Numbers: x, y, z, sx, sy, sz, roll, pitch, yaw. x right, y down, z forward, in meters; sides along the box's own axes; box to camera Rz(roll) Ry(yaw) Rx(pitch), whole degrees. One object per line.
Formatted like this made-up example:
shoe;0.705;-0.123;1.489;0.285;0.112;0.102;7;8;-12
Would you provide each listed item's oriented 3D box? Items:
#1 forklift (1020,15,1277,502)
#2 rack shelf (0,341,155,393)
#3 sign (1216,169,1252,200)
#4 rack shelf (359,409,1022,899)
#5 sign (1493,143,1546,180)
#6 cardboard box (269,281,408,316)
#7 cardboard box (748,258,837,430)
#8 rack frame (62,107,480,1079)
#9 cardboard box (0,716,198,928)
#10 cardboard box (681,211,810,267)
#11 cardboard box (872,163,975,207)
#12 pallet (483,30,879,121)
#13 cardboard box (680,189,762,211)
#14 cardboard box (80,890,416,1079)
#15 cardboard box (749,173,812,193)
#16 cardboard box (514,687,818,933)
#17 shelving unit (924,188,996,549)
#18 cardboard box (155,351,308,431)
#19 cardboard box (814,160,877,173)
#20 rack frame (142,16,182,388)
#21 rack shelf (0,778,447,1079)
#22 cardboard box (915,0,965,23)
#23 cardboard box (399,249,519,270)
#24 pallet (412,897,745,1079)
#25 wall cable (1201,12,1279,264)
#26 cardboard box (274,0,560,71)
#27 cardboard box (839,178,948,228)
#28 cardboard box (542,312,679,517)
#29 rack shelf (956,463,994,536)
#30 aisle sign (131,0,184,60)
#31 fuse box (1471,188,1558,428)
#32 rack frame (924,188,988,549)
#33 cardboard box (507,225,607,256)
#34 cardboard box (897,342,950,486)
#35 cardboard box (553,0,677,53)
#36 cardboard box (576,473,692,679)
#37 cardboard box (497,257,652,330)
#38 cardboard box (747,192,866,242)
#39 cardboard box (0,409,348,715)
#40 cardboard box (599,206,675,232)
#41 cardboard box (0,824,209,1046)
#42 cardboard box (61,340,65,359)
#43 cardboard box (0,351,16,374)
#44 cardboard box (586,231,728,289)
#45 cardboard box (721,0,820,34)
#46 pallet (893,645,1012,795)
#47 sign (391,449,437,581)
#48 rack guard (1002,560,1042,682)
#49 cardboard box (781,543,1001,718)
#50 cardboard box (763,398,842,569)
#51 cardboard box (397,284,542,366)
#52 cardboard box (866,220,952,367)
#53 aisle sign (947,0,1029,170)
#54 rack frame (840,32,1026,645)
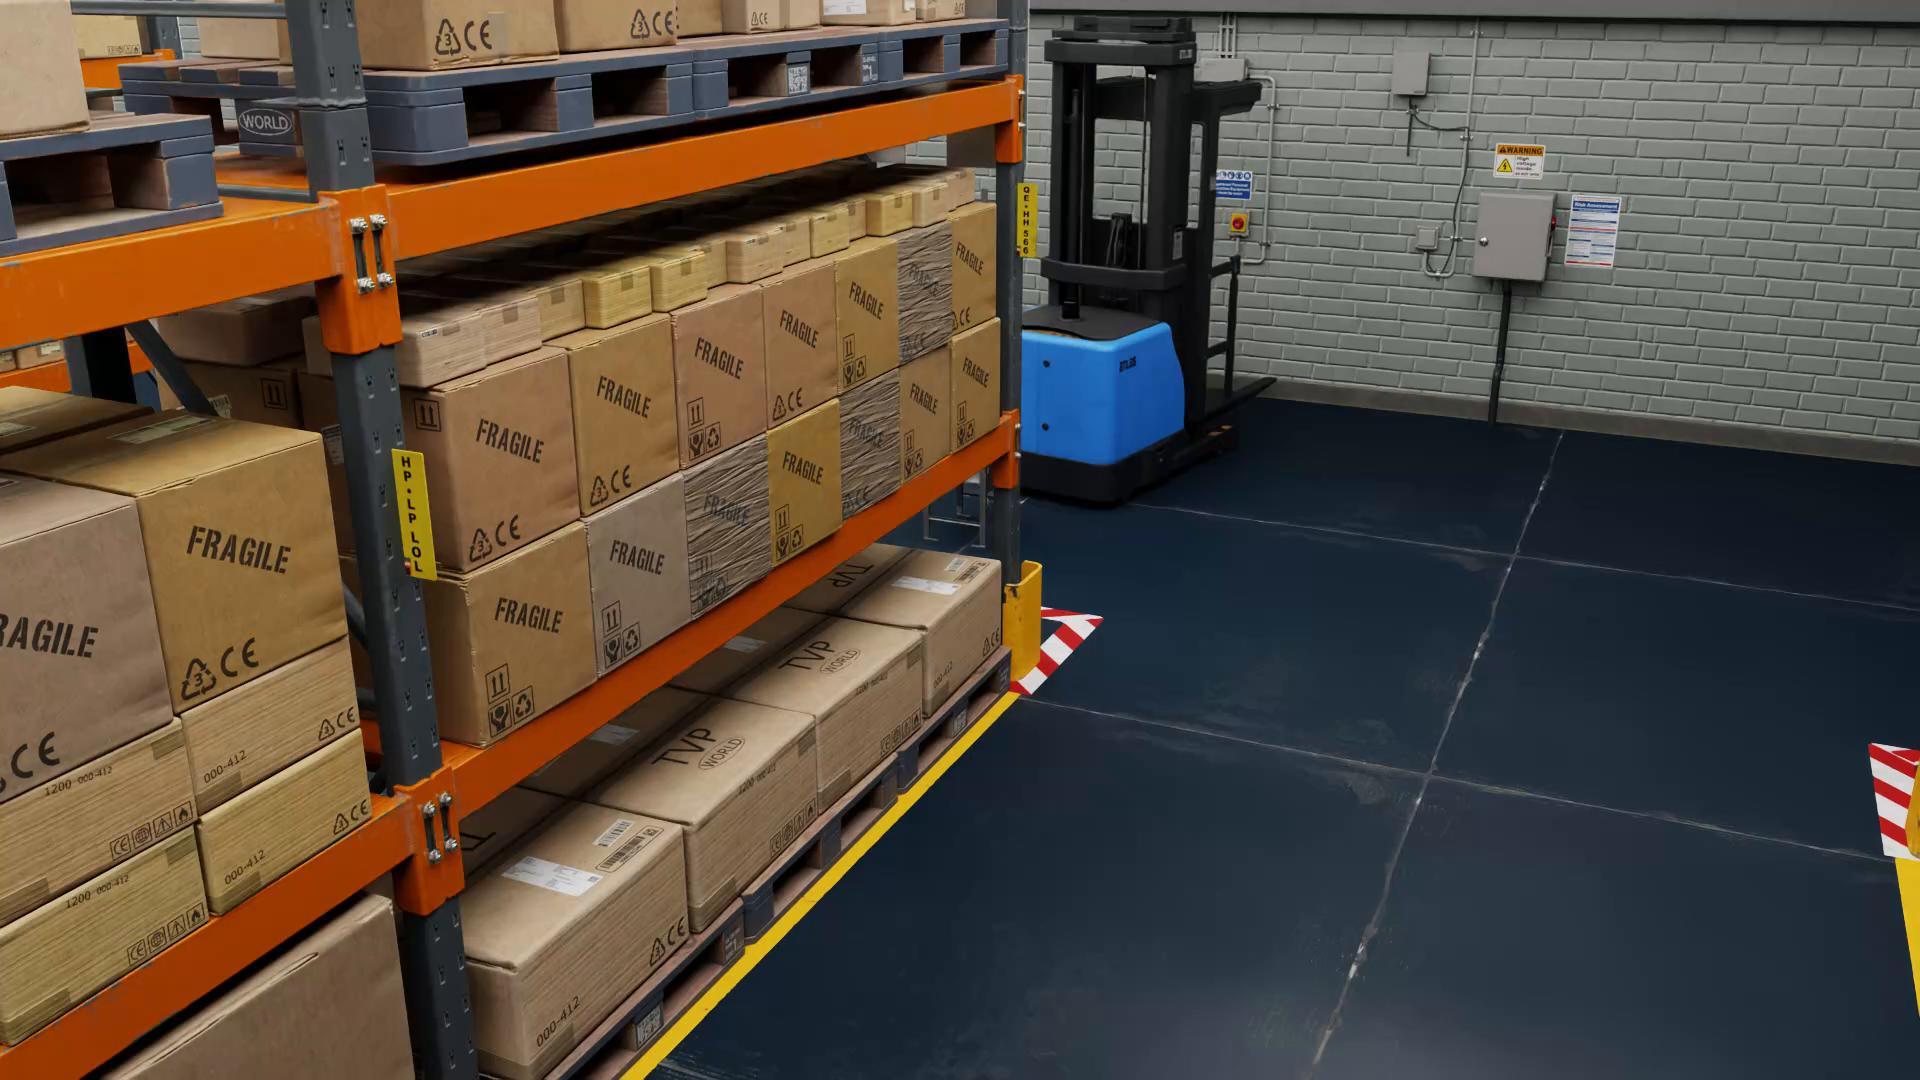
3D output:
forklift;1.326;-2.057;11.378;1.130;2.935;3.031;13;23;32
rack shelf;-5.569;-0.544;8.096;1.077;0.370;4.000;9;21;23
sign;2.076;-2.726;12.754;0.327;0.218;0.001;9;21;23
rack shelf;-1.012;0.104;6.273;1.077;0.370;4.000;9;21;23
sign;3.986;-2.700;11.853;0.339;0.242;0.001;9;21;23
cardboard box;-1.788;-0.651;4.713;0.380;0.149;0.250;9;22;24
cardboard box;-0.774;-0.717;5.866;0.500;0.500;0.500;8;21;22
rack frame;-1.831;0.376;4.434;1.000;3.000;0.127;9;21;23
cardboard box;-1.988;0.533;3.470;0.500;0.250;0.500;9;22;24
cardboard box;-0.754;-1.058;5.857;0.380;0.149;0.250;9;22;24
cardboard box;-0.157;-1.533;7.193;0.380;0.149;0.250;9;21;23
pallet;-0.985;-1.615;5.690;1.003;0.211;1.213;9;21;23
cardboard box;-0.995;-1.276;6.470;0.380;0.149;0.250;9;21;23
cardboard box;-2.012;1.380;4.156;0.875;0.875;0.875;9;22;24
cardboard box;-0.844;-1.446;6.949;0.380;0.149;0.250;9;22;24
cardboard box;-1.110;0.935;6.061;0.875;0.438;0.875;8;21;21
shelving unit;0.068;-1.040;9.759;0.431;2.100;0.503;9;21;23
cardboard box;-1.890;-0.324;4.762;0.500;0.500;0.500;8;21;22
cardboard box;-0.591;-1.600;7.381;0.380;0.149;0.250;9;21;24
rack frame;-4.750;-1.495;9.695;1.000;3.000;0.127;9;21;23
rack shelf;-2.650;1.327;2.835;1.077;0.370;4.000;9;21;23
cardboard box;-0.295;-2.284;6.886;0.500;0.250;0.500;7;21;18
cardboard box;-1.590;-0.806;5.148;0.380;0.149;0.250;8;21;22
pallet;-1.448;1.469;5.524;1.003;0.211;1.213;9;21;23
wall cable;2.095;-3.067;12.552;0.585;1.953;0.123;9;21;23
cardboard box;-1.398;-1.480;4.252;0.500;0.500;0.500;9;21;24
cardboard box;-0.268;-1.362;6.711;0.380;0.149;0.250;8;21;22
cardboard box;-1.203;-0.408;4.997;0.500;0.500;0.500;8;21;22
rack shelf;0.068;-0.368;9.998;0.431;0.518;0.480;9;21;23
aisle sign;-4.447;-2.701;9.206;0.394;0.787;0.004;9;21;23
fuse box;3.951;-1.633;12.008;0.539;1.711;0.414;9;21;23
rack frame;-0.032;-0.965;9.550;0.400;2.100;0.015;9;21;23
cardboard box;-1.414;-0.967;5.603;0.380;0.149;0.250;8;21;22
cardboard box;-0.368;-0.558;6.913;0.500;0.500;0.500;8;21;22
cardboard box;-1.308;-1.747;4.998;0.797;0.503;0.637;10;22;27
cardboard box;-1.190;0.069;5.150;0.500;0.500;0.500;9;21;23
cardboard box;-1.151;-0.740;4.965;0.380;0.149;0.250;8;21;22
cardboard box;-0.581;-1.220;6.313;0.380;0.149;0.250;8;21;22
cardboard box;-1.785;0.029;3.769;0.500;0.500;0.500;9;22;24
cardboard box;-1.264;-1.131;6.064;0.380;0.149;0.250;8;21;21
cardboard box;-1.994;0.774;3.539;0.500;0.250;0.500;8;21;22
cardboard box;-4.851;-1.088;8.927;0.380;0.149;0.250;8;21;22
cardboard box;-5.069;-0.931;8.484;0.380;0.149;0.250;8;21;20
cardboard box;-0.988;-0.906;5.429;0.380;0.149;0.250;8;21;23
cardboard box;-0.852;-2.012;6.030;0.500;0.311;0.500;9;21;24
pallet;-0.449;0.723;7.622;1.003;0.211;1.213;9;21;23
sign;-1.332;-0.060;4.052;0.100;0.325;0.005;9;21;23
rack guard;-0.183;0.324;8.312;1.175;0.500;0.348;9;21;23
cardboard box;-0.372;0.378;7.625;0.875;0.438;0.875;8;21;21
cardboard box;-0.770;-0.240;6.018;0.500;0.500;0.500;9;22;24
cardboard box;-1.375;-0.589;4.538;0.380;0.149;0.250;9;21;24
cardboard box;-0.360;-1.021;6.721;0.500;0.500;0.500;9;21;23
aisle sign;0.119;-2.051;7.379;0.394;0.787;0.004;9;21;23
rack frame;-0.193;-0.846;7.872;1.000;3.000;0.127;9;21;23
